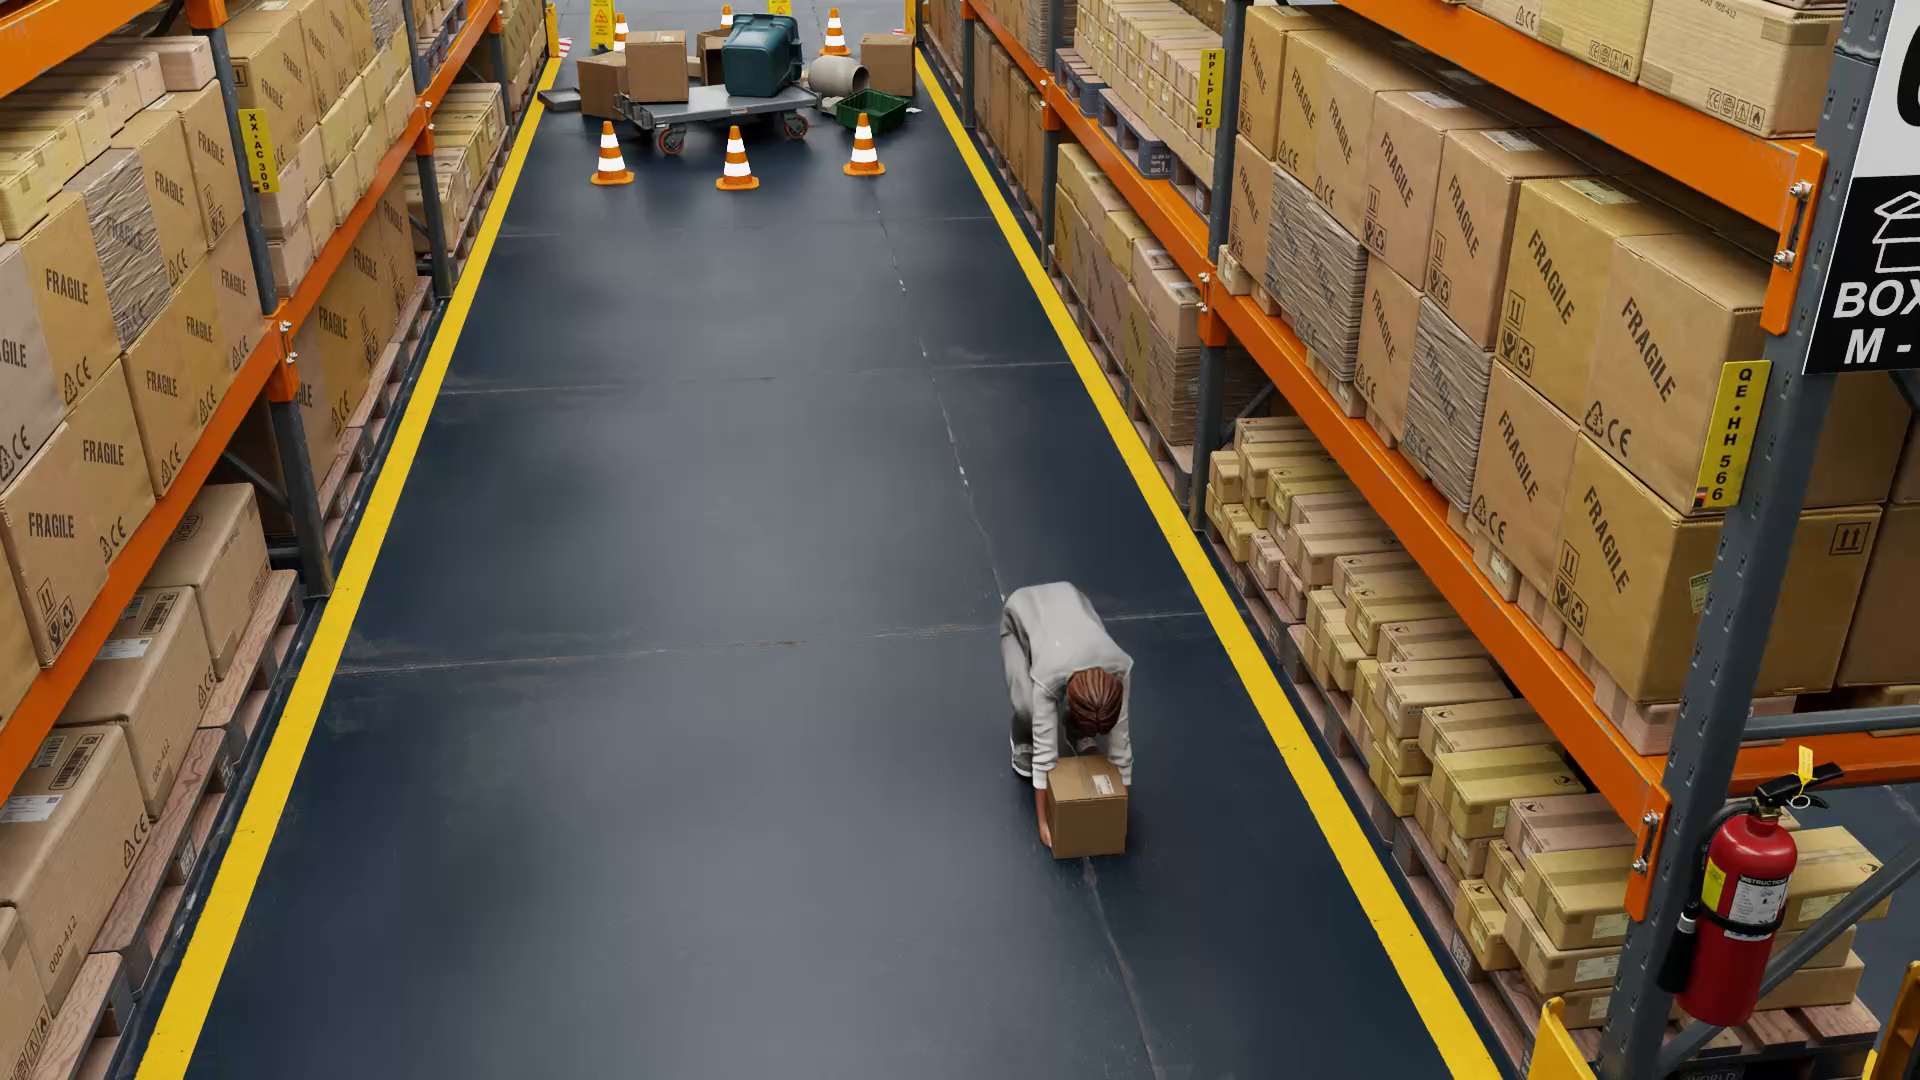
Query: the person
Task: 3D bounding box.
[{"bbox_3d":[0.385,0.587,5.990,0.421,0.738,0.873,-5,28,-9],"label":"person"}]
